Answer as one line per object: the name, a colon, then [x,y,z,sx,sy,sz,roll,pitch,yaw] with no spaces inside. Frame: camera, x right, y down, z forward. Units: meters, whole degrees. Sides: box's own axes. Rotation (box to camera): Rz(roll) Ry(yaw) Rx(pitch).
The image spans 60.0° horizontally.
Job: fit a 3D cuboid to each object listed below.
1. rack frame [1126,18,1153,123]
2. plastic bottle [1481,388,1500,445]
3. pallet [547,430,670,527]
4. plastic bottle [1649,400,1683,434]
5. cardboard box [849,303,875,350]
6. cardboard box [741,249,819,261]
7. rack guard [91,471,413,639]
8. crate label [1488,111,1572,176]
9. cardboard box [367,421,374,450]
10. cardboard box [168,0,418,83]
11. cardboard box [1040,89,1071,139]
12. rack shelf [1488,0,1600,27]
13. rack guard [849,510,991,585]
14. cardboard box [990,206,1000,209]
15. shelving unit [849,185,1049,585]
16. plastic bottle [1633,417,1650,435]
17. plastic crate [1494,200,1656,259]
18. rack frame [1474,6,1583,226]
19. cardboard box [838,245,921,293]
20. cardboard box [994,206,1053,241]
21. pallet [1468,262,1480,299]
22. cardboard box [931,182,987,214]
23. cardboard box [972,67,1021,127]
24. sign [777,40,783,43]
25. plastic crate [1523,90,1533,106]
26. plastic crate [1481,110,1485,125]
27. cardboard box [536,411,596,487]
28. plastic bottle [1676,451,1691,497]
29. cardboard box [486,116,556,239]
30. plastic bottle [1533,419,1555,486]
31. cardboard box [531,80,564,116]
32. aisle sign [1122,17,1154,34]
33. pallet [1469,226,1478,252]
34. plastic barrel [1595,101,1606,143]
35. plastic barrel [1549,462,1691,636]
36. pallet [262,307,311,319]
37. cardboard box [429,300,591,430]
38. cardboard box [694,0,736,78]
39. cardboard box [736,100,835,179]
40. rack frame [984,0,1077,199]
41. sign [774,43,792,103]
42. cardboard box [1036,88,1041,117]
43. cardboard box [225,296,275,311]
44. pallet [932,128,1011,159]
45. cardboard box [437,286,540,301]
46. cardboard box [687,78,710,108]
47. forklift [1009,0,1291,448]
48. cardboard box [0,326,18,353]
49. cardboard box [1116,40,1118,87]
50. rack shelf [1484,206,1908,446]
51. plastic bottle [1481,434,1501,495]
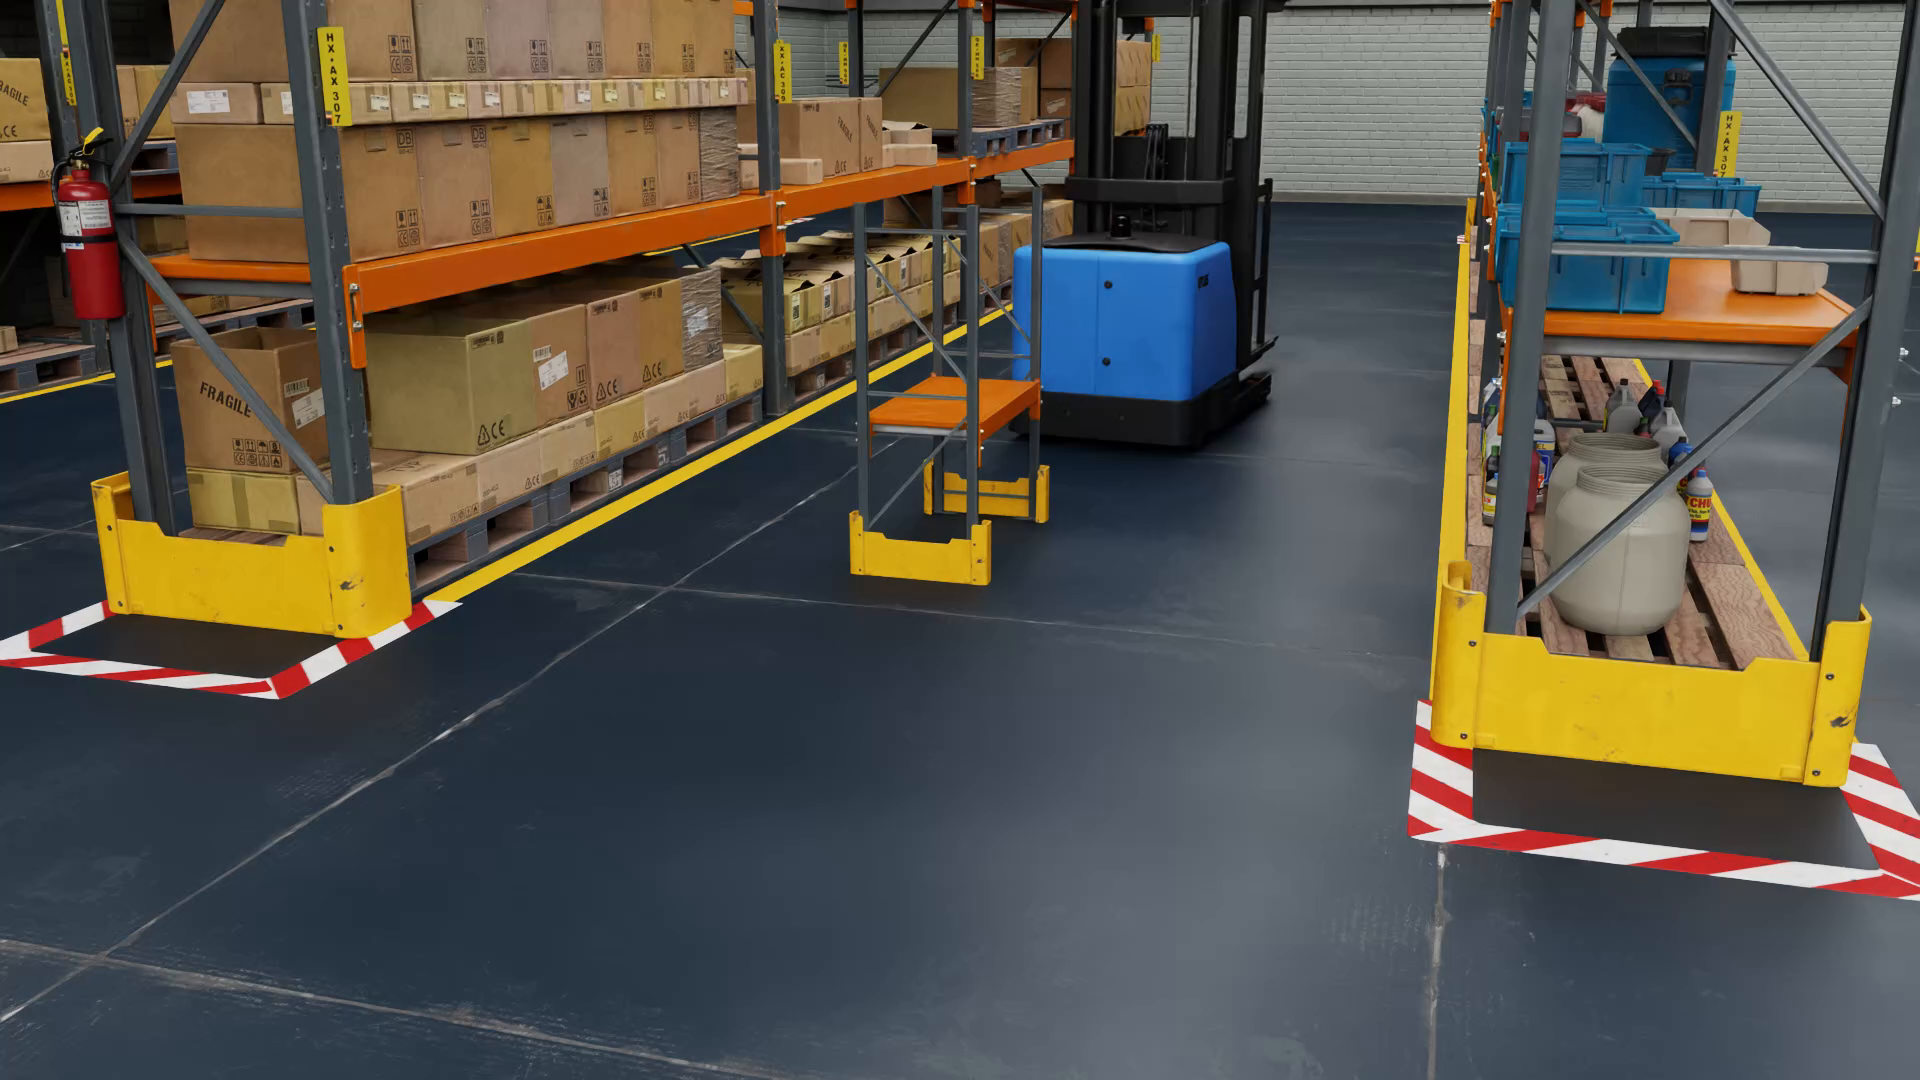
rack frame: [1.877,-5.361,20.734,1.000,3.000,0.127,5,16,16]
plastic bottle: [2.588,-0.595,7.978,0.144,0.351,0.185,5,17,17]
pallet: [-2.144,-0.355,8.195,1.003,0.211,1.213,5,16,16]
plastic bottle: [3.162,-0.448,7.462,0.144,0.351,0.185,5,16,16]
cardboard box: [-0.890,-1.457,11.238,0.500,0.250,0.500,4,16,14]
cardboard box: [-1.261,-1.897,11.763,0.500,0.311,0.500,4,16,15]
rack guard: [-2.677,0.033,6.295,1.175,0.500,0.348,5,16,16]
crate label: [3.810,-2.661,11.150,0.502,0.435,0.616,5,16,16]
cardboard box: [-2.670,-0.350,7.334,0.500,0.250,0.500,5,16,16]
cardboard box: [-2.510,-1.983,6.261,0.700,0.500,0.500,5,16,16]
cardboard box: [1.146,-4.475,17.427,0.500,0.500,0.500,5,17,17]
rack shelf: [6.057,-5.550,17.221,1.077,0.370,4.000,5,16,16]
rack guard: [-0.163,0.030,6.766,0.587,0.250,0.087,5,16,16]
cardboard box: [0.079,-2.946,15.992,0.500,0.500,0.500,5,17,17]
shelving unit: [-0.022,-0.702,7.054,0.587,1.500,1.083,5,16,16]
plastic bottle: [3.056,-0.417,7.475,0.061,0.283,0.133,5,16,16]
plastic crate: [2.124,-1.042,5.780,0.499,0.251,0.408,5,16,16]
rack frame: [6.625,-4.976,19.377,1.000,3.000,0.127,5,16,16]
cardboard box: [-0.597,-1.993,12.100,0.500,0.311,0.500,5,16,16]
cardboard box: [0.583,-2.913,15.876,0.500,0.500,0.500,5,17,17]
pallet: [5.229,-2.390,15.367,1.003,0.211,1.213,5,16,16]
cardboard box: [-0.057,-3.184,15.459,0.500,0.250,0.500,4,16,15]
cardboard box: [0.118,-3.916,14.687,0.700,0.500,0.500,8,18,26]
sign: [-2.357,-6.370,21.734,0.100,0.325,0.005,5,16,16]
plastic crate: [6.709,-4.920,19.004,0.616,0.435,0.499,5,16,16]
plastic crate: [5.865,-4.541,18.039,0.416,0.233,0.300,5,16,16]
cardboard box: [-2.023,-0.439,7.651,0.500,0.250,0.500,5,16,16]
plastic bottle: [2.990,-0.229,6.834,0.097,0.271,0.097,0,16,0]
cardboard box: [-2.234,-1.612,7.332,0.700,0.500,0.500,5,17,16]
plastic bottle: [2.562,-0.394,7.405,0.152,0.276,0.135,5,16,16]
cardboard box: [-1.988,-1.959,7.366,0.380,0.149,0.250,4,16,15]
aisle sign: [2.190,-6.606,20.359,0.394,0.787,0.004,5,16,16]
pallet: [6.354,-3.422,19.007,1.003,0.211,1.213,5,16,16]
plastic barrel: [3.697,-2.135,9.112,0.433,0.535,0.433,0,16,0]
plastic barrel: [2.192,0.026,5.529,0.421,0.512,0.421,0,16,0]
pallet: [-5.370,-2.106,14.366,1.003,0.211,1.213,5,16,16]
cardboard box: [-2.034,-0.801,7.552,0.500,0.500,0.500,5,16,16]
cardboard box: [-1.653,-2.778,9.064,0.700,0.500,0.500,5,17,16]
cardboard box: [-1.150,-2.607,10.842,0.500,0.500,0.500,6,17,20]
rack frame: [0.740,-4.315,17.045,1.000,3.000,0.127,5,16,16]
sign: [-1.001,-2.634,9.386,0.100,0.325,0.005,5,16,16]
cardboard box: [0.636,-4.514,17.562,0.500,0.500,0.500,5,17,17]
cardboard box: [-5.808,-2.077,12.931,0.700,0.500,0.500,5,17,17]
pallet: [-0.271,-3.359,14.026,1.213,0.211,1.003,5,16,16]
cardboard box: [-2.389,-0.972,8.155,0.500,0.500,0.500,5,16,16]
cardboard box: [-1.549,-2.361,8.784,0.380,0.149,0.250,4,16,14]
forklift: [1.304,-2.266,9.947,1.130,2.935,3.031,6,17,22]
cardboard box: [-6.407,-1.311,10.842,0.380,0.166,0.250,2,16,9]
cardboard box: [1.437,-5.215,18.202,0.500,0.500,0.500,4,16,14]
rack shelf: [2.647,-0.967,6.561,1.077,0.370,4.000,5,16,16]
plastic bottle: [2.317,-0.306,7.097,0.152,0.276,0.135,4,16,14]
